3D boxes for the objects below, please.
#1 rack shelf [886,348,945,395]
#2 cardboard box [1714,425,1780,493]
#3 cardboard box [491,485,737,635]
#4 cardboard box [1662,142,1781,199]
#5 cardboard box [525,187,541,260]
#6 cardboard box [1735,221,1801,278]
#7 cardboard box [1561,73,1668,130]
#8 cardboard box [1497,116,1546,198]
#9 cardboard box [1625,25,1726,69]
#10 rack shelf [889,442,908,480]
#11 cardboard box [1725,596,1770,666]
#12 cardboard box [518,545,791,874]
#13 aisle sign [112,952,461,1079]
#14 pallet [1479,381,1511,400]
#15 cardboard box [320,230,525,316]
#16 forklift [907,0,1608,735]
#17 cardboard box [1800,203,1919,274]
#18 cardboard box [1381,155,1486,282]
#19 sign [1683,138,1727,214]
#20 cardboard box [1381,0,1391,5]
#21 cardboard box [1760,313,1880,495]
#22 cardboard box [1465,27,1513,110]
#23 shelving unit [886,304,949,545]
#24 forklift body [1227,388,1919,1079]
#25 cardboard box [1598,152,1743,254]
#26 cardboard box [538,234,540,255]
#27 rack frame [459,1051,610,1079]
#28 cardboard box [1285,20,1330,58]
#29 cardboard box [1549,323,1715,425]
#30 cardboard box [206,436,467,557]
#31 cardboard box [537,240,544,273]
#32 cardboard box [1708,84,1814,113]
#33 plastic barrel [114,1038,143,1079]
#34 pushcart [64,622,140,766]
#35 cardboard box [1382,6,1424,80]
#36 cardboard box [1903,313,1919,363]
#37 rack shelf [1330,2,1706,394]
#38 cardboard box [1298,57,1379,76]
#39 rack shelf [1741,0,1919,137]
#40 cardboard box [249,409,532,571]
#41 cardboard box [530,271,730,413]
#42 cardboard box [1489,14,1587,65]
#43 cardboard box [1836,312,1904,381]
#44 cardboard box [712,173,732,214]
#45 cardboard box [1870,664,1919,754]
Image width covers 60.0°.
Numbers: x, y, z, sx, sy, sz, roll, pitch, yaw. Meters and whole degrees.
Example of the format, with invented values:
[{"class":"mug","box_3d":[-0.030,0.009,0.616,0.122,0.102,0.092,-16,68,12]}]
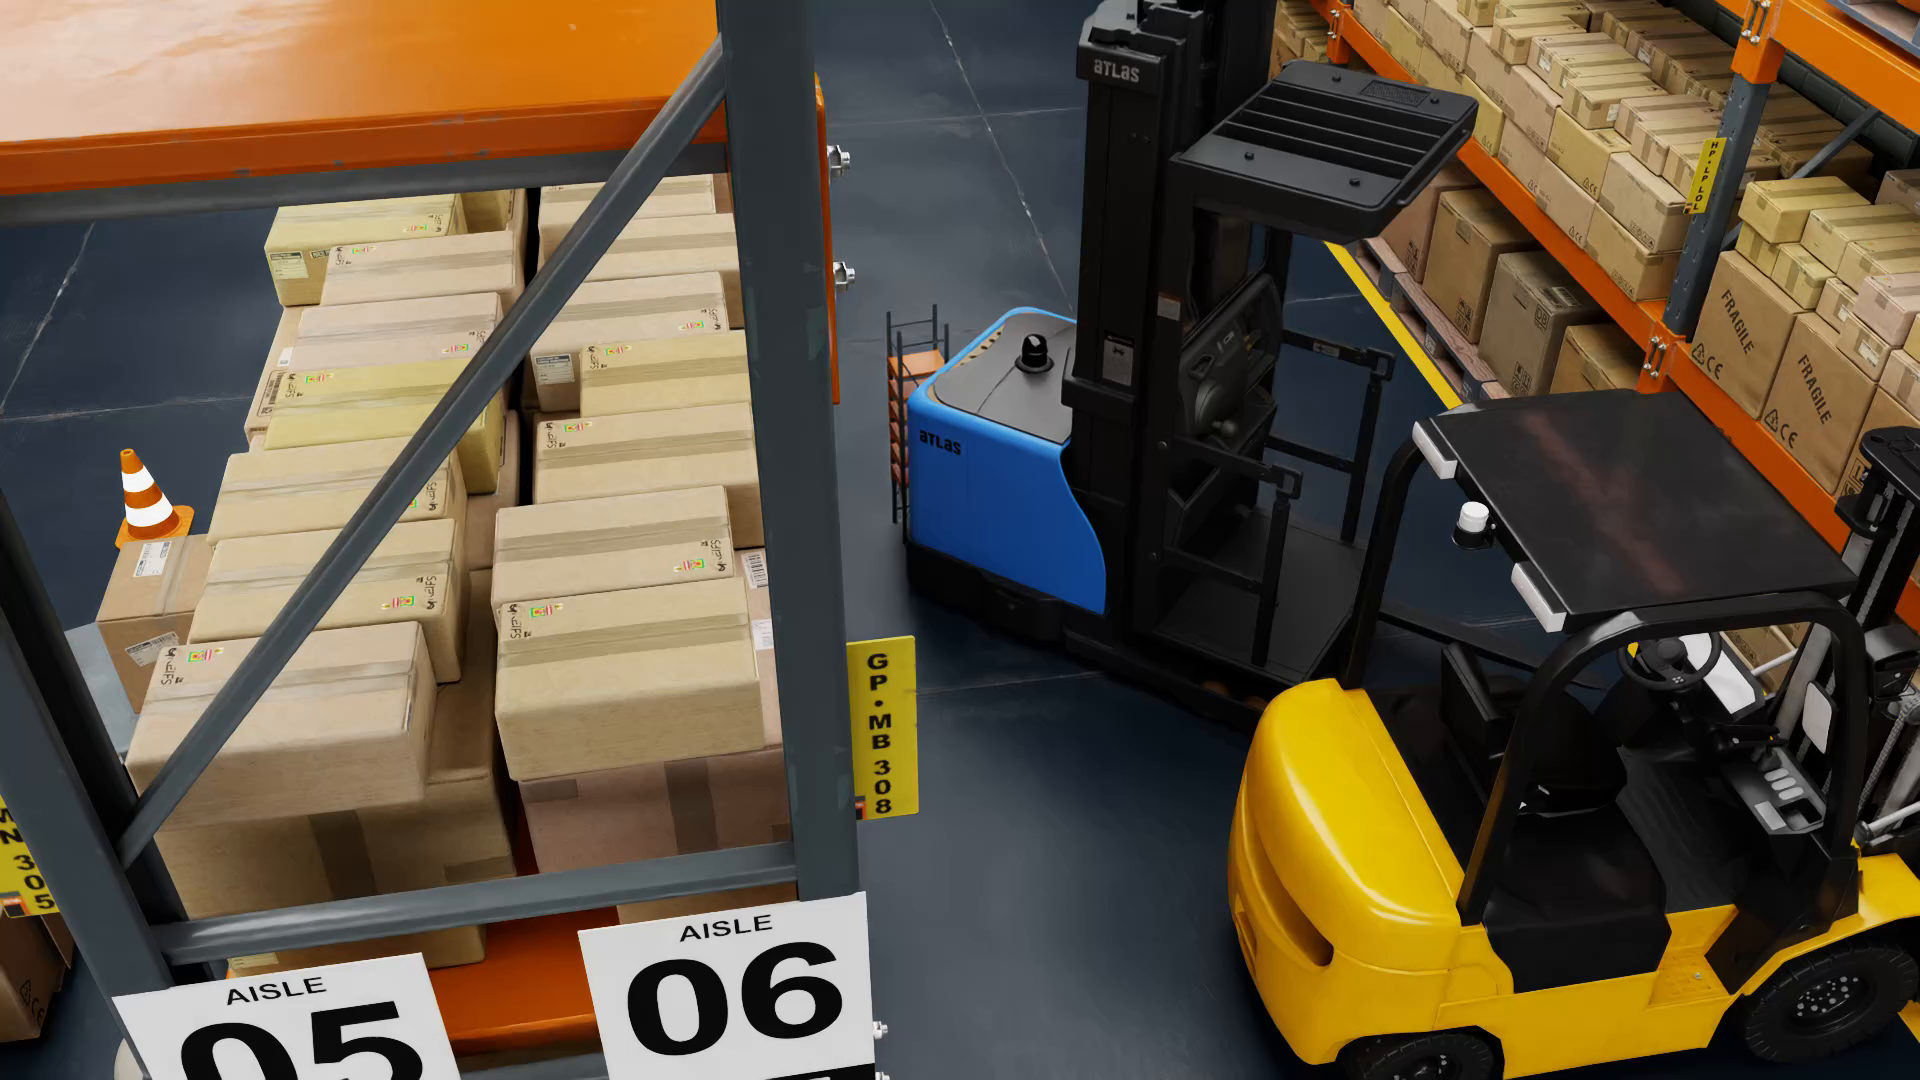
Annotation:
[{"class":"rack shelf","box_3d":[-0.192,-0.776,7.656,0.258,0.103,0.180,-11,39,-14]},{"class":"cardboard box","box_3d":[3.319,-0.256,7.119,0.500,0.250,0.500,-7,38,-9]},{"class":"cardboard box","box_3d":[-0.563,0.057,2.741,0.380,0.149,0.250,-6,38,-8]},{"class":"cardboard box","box_3d":[3.265,-1.585,7.135,0.380,0.149,0.250,-5,38,-6]},{"class":"cardboard box","box_3d":[-1.360,-0.904,4.304,0.500,0.250,0.500,-6,38,-8]},{"class":"cardboard box","box_3d":[3.340,-1.182,6.616,0.380,0.149,0.250,-7,38,-9]},{"class":"cardboard box","box_3d":[3.034,-2.037,7.717,0.380,0.149,0.250,-7,38,-9]},{"class":"cardboard box","box_3d":[3.047,-1.931,8.312,0.500,0.250,0.500,-6,38,-8]},{"class":"cardboard box","box_3d":[3.522,-2.414,8.202,0.380,0.149,0.250,-7,38,-8]},{"class":"rack shelf","box_3d":[-0.191,-0.397,7.951,0.258,0.103,0.180,-11,39,-14]},{"class":"cardboard box","box_3d":[3.415,0.245,6.881,0.500,0.250,0.500,-6,38,-8]},{"class":"cardboard box","box_3d":[-0.467,0.270,2.793,0.500,0.250,0.500,-7,38,-9]},{"class":"aisle sign","box_3d":[-0.916,0.887,2.444,0.394,0.787,0.004,-6,38,-8]},{"class":"pallet","box_3d":[3.376,-0.447,8.553,1.003,0.211,1.213,-6,38,-8]},{"class":"cardboard box","box_3d":[-1.111,-0.508,3.469,0.380,0.149,0.250,-7,38,-9]},{"class":"forklift","box_3d":[1.275,-0.702,6.665,3.031,2.935,1.130,21,42,25]},{"class":"cardboard box","box_3d":[3.460,-1.150,6.332,0.380,0.149,0.250,-6,38,-7]},{"class":"cardboard box","box_3d":[3.060,-1.979,9.846,0.875,0.625,0.625,-5,38,-6]},{"class":"sign","box_3d":[3.011,-1.469,6.717,0.100,0.325,0.005,-6,38,-8]},{"class":"cardboard box","box_3d":[2.655,-3.365,9.750,0.500,0.250,0.500,-6,38,-8]},{"class":"cardboard box","box_3d":[3.472,-0.538,6.316,0.500,0.500,0.500,-6,38,-7]},{"class":"cardboard box","box_3d":[2.955,-2.441,8.561,0.500,0.250,0.500,-6,38,-7]},{"class":"shelving unit","box_3d":[-0.191,-0.527,7.850,0.258,1.200,0.189,-11,39,-14]},{"class":"forklift body","box_3d":[2.116,0.695,5.502,2.313,2.155,1.214,-6,38,-8]},{"class":"cardboard box","box_3d":[3.206,-1.515,7.369,0.500,0.250,0.500,-7,38,-9]},{"class":"cardboard box","box_3d":[-1.346,-0.822,4.523,0.380,0.149,0.250,-7,38,-9]},{"class":"rack frame","box_3d":[-0.641,1.845,3.330,1.000,3.000,0.127,-6,38,-8]},{"class":"cardboard box","box_3d":[2.428,-3.391,11.236,0.380,0.149,0.250,-8,39,-10]},{"class":"cardboard box","box_3d":[3.441,-0.649,8.134,0.875,0.625,0.625,-5,38,-6]},{"class":"cardboard box","box_3d":[-1.062,-0.040,2.866,0.380,0.149,0.250,-7,38,-8]},{"class":"cardboard box","box_3d":[-0.731,-0.656,3.985,0.500,0.250,0.500,-5,38,-7]},{"class":"cardboard box","box_3d":[3.655,-1.957,7.614,0.380,0.149,0.250,-6,38,-8]},{"class":"plastic barrel","box_3d":[-2.494,1.777,5.517,0.512,0.421,0.421,19,42,23]},{"class":"pushcart","box_3d":[-3.579,0.740,6.890,1.648,0.377,0.936,-20,42,-23]},{"class":"cardboard box","box_3d":[2.763,-2.865,9.516,0.500,0.250,0.500,-7,38,-9]},{"class":"cardboard box","box_3d":[3.512,-0.674,5.720,0.380,0.149,0.250,-7,38,-9]},{"class":"rack shelf","box_3d":[3.193,-2.031,8.906,1.077,0.370,4.000,-6,38,-8]},{"class":"cardboard box","box_3d":[2.557,-2.934,11.177,0.500,0.500,0.500,-5,38,-7]},{"class":"rack shelf","box_3d":[3.894,-0.800,4.876,1.077,0.370,4.000,-6,38,-8]},{"class":"cardboard box","box_3d":[-1.070,0.016,3.119,0.500,0.250,0.500,-7,38,-9]},{"class":"cardboard box","box_3d":[-0.654,-0.399,3.328,0.380,0.149,0.250,-6,38,-8]},{"class":"cardboard box","box_3d":[2.889,-2.506,8.320,0.380,0.149,0.250,-7,38,-9]},{"class":"cardboard box","box_3d":[3.431,-0.714,6.014,0.380,0.149,0.250,-5,38,-7]},{"class":"cardboard box","box_3d":[-0.706,-0.877,3.944,0.380,0.149,0.250,-6,38,-7]},{"class":"cardboard box","box_3d":[3.582,0.671,5.925,0.500,0.250,0.500,-7,38,-9]}]
